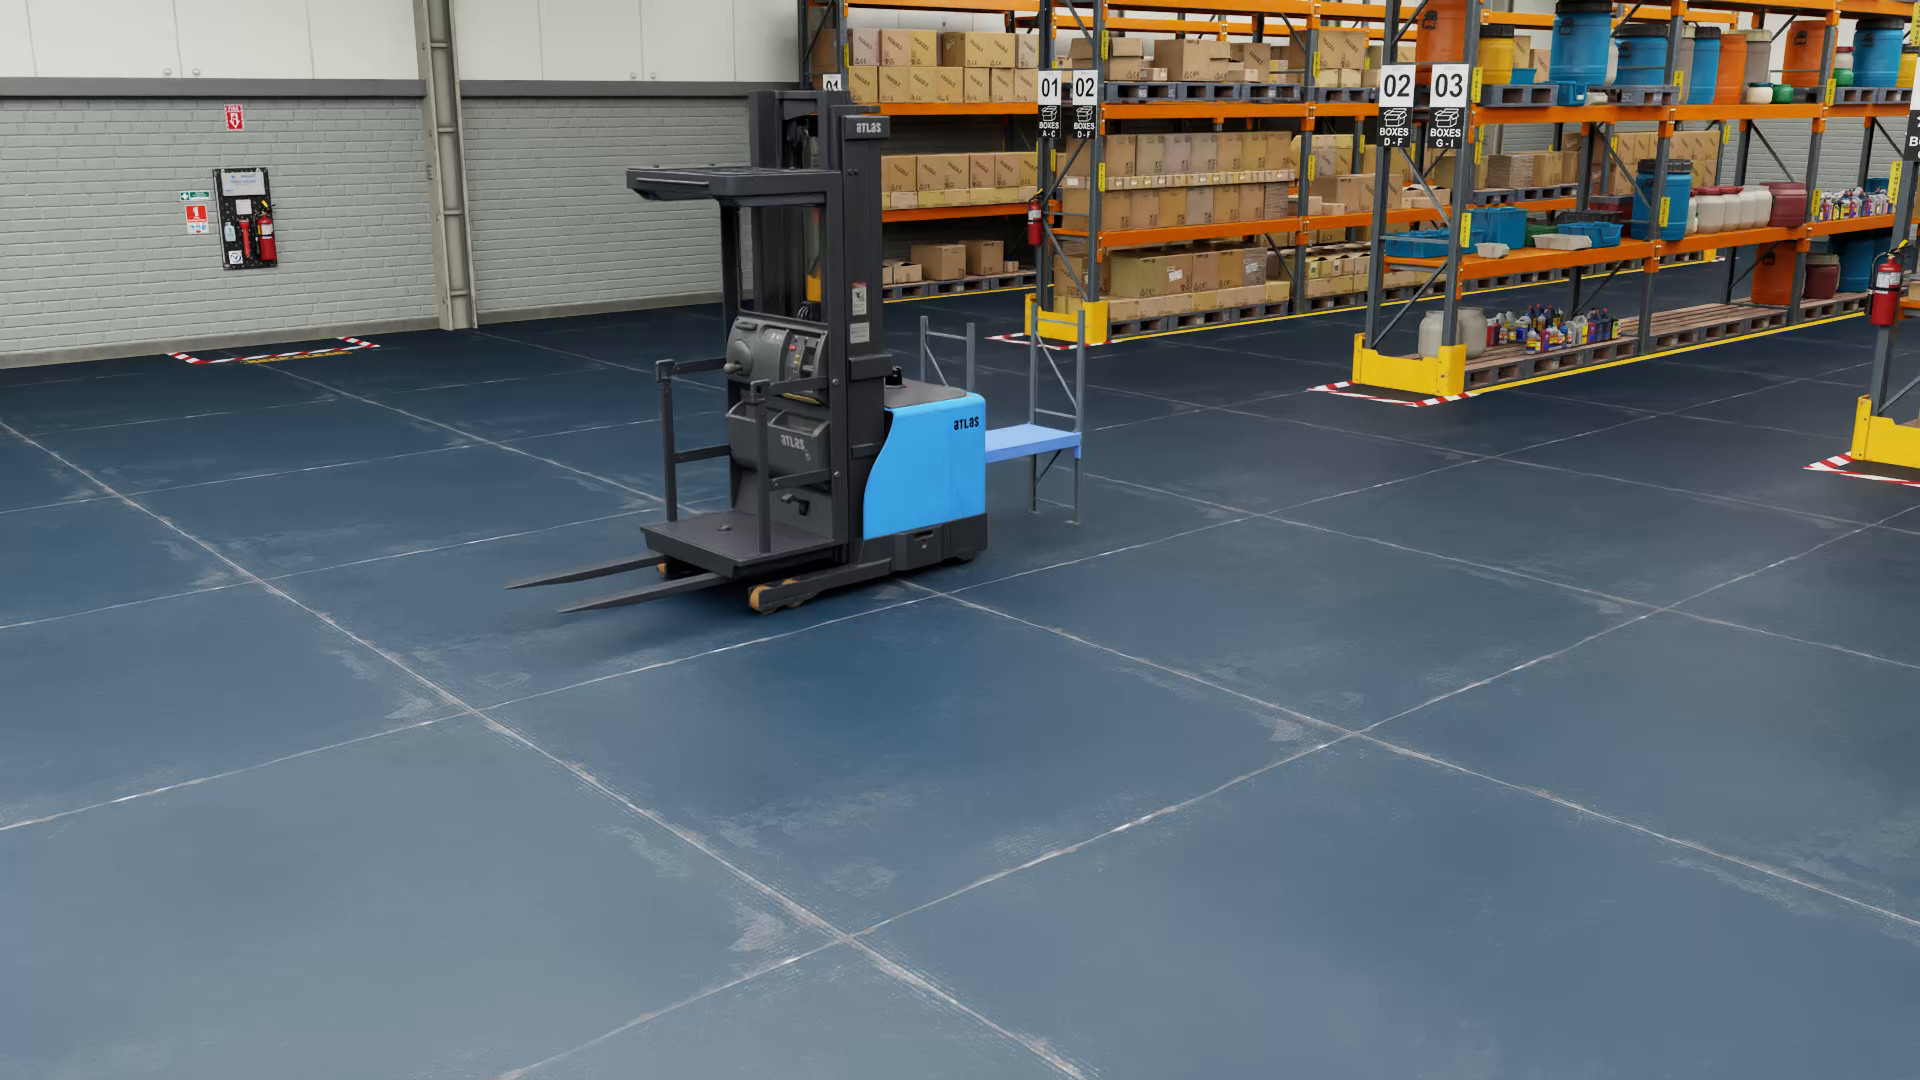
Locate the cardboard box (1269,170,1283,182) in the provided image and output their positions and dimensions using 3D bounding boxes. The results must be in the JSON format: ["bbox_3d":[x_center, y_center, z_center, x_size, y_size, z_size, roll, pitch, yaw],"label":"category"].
[{"bbox_3d":[4.089,-4.873,22.231,0.250,0.149,0.380,-13,20,-41],"label":"cardboard box"}]

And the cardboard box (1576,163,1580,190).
[{"bbox_3d":[10.585,-6.179,28.376,0.500,0.500,0.500,-12,19,-38],"label":"cardboard box"}]

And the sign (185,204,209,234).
[{"bbox_3d":[-8.871,-3.730,19.332,0.234,0.329,0.001,-13,19,-39],"label":"sign"}]

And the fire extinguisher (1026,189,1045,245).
[{"bbox_3d":[0.930,-3.996,20.548,0.183,0.674,0.296,-13,19,-39],"label":"fire extinguisher"}]

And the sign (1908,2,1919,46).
[{"bbox_3d":[7.475,-4.022,12.968,0.005,0.325,0.100,-13,19,-39],"label":"sign"}]

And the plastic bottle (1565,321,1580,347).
[{"bbox_3d":[6.780,-2.293,18.449,0.135,0.276,0.152,-12,19,-38],"label":"plastic bottle"}]

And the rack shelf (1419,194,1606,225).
[{"bbox_3d":[8.868,-5.310,26.710,4.000,0.370,1.077,-13,19,-39],"label":"rack shelf"}]

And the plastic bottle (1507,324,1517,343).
[{"bbox_3d":[6.218,-2.329,18.726,0.097,0.201,0.097,0,15,0],"label":"plastic bottle"}]

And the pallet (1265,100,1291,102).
[{"bbox_3d":[5.397,-7.950,29.752,1.213,0.211,1.003,-12,19,-37],"label":"pallet"}]

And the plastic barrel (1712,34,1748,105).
[{"bbox_3d":[9.352,-5.803,20.516,0.708,0.830,0.600,-13,19,-39],"label":"plastic barrel"}]

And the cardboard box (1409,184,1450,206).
[{"bbox_3d":[7.056,-5.222,25.161,0.500,0.311,0.500,-11,19,-36],"label":"cardboard box"}]

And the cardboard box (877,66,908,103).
[{"bbox_3d":[-1.086,-6.526,23.825,0.500,0.500,0.500,-11,19,-36],"label":"cardboard box"}]

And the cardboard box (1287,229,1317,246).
[{"bbox_3d":[6.048,-5.838,30.644,0.750,0.750,0.750,-12,19,-38],"label":"cardboard box"}]

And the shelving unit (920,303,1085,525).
[{"bbox_3d":[0.295,-0.794,11.315,1.048,1.500,0.538,-13,20,-40],"label":"shelving unit"}]

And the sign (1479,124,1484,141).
[{"bbox_3d":[10.485,-8.203,33.446,0.005,0.325,0.100,-13,19,-39],"label":"sign"}]

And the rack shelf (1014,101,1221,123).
[{"bbox_3d":[2.596,-7.045,27.394,4.000,0.370,1.077,-13,19,-39],"label":"rack shelf"}]

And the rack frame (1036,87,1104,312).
[{"bbox_3d":[1.324,-3.963,20.275,0.127,3.000,1.000,-13,19,-39],"label":"rack frame"}]

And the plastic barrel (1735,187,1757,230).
[{"bbox_3d":[9.654,-4.120,20.646,0.421,0.512,0.421,0,15,0],"label":"plastic barrel"}]

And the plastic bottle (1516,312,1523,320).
[{"bbox_3d":[6.415,-2.468,19.089,0.133,0.283,0.061,-12,19,-37],"label":"plastic bottle"}]

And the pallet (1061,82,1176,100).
[{"bbox_3d":[1.874,-5.484,20.329,1.213,0.211,1.003,-13,19,-39],"label":"pallet"}]

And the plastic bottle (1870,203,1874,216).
[{"bbox_3d":[12.538,-4.571,22.935,0.097,0.201,0.097,0,15,0],"label":"plastic bottle"}]

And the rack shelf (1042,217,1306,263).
[{"bbox_3d":[2.833,-3.954,21.636,4.000,0.370,1.077,-13,19,-39],"label":"rack shelf"}]

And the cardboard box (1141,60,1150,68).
[{"bbox_3d":[2.019,-5.857,20.757,0.500,0.250,0.500,-13,19,-39],"label":"cardboard box"}]

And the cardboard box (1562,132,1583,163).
[{"bbox_3d":[10.588,-6.664,28.253,0.500,0.500,0.500,-13,19,-39],"label":"cardboard box"}]

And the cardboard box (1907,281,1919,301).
[{"bbox_3d":[7.903,-2.001,13.416,0.250,0.149,0.380,-13,19,-39],"label":"cardboard box"}]

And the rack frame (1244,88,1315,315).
[{"bbox_3d":[4.341,-4.641,22.812,0.127,3.000,1.000,-13,19,-39],"label":"rack frame"}]

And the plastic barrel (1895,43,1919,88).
[{"bbox_3d":[13.070,-6.580,23.080,0.600,0.588,0.600,0,15,0],"label":"plastic barrel"}]

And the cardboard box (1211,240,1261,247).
[{"bbox_3d":[3.786,-3.860,22.950,0.500,0.500,0.500,-13,19,-39],"label":"cardboard box"}]

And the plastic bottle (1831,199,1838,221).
[{"bbox_3d":[11.626,-4.400,22.135,0.133,0.283,0.061,-13,19,-39],"label":"plastic bottle"}]

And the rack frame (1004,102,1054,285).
[{"bbox_3d":[1.087,-5.605,26.420,0.127,3.000,1.000,-13,19,-39],"label":"rack frame"}]

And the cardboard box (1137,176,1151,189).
[{"bbox_3d":[2.148,-4.437,20.597,0.250,0.149,0.380,-13,19,-39],"label":"cardboard box"}]

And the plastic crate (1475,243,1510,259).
[{"bbox_3d":[5.459,-2.960,17.029,0.250,0.136,0.298,-13,19,-39],"label":"plastic crate"}]

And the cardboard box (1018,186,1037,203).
[{"bbox_3d":[0.928,-5.403,25.915,0.500,0.250,0.500,-13,19,-39],"label":"cardboard box"}]

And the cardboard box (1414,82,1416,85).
[{"bbox_3d":[6.231,-6.623,23.898,0.500,0.250,0.500,-13,20,-40],"label":"cardboard box"}]

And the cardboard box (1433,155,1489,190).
[{"bbox_3d":[7.760,-5.698,25.763,0.700,0.500,0.500,8,17,28],"label":"cardboard box"}]

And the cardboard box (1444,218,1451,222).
[{"bbox_3d":[9.677,-6.495,33.782,0.500,0.500,0.700,-13,19,-39],"label":"cardboard box"}]

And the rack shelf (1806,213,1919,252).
[{"bbox_3d":[12.116,-4.345,23.097,4.000,0.370,1.077,-13,19,-39],"label":"rack shelf"}]

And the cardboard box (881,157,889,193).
[{"bbox_3d":[-1.373,-5.249,23.887,0.500,0.500,0.500,-13,19,-39],"label":"cardboard box"}]

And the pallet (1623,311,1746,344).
[{"bbox_3d":[9.078,-2.677,20.863,1.213,0.211,1.003,-13,19,-39],"label":"pallet"}]

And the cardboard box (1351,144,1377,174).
[{"bbox_3d":[7.542,-7.193,31.787,0.700,0.700,0.980,-12,19,-39],"label":"cardboard box"}]

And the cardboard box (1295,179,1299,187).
[{"bbox_3d":[6.065,-6.529,30.329,0.250,0.149,0.380,-13,20,-41],"label":"cardboard box"}]

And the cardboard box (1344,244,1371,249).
[{"bbox_3d":[5.994,-4.256,24.798,0.500,0.311,0.500,-13,20,-41],"label":"cardboard box"}]

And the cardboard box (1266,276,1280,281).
[{"bbox_3d":[4.464,-3.642,23.587,0.500,0.250,0.500,-13,20,-40],"label":"cardboard box"}]

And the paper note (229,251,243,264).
[{"bbox_3d":[-8.565,-3.344,19.664,0.142,0.148,0.016,-13,19,-39],"label":"paper note"}]

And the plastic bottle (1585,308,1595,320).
[{"bbox_3d":[7.199,-2.472,18.971,0.185,0.351,0.144,-13,19,-39],"label":"plastic bottle"}]

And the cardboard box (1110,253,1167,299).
[{"bbox_3d":[2.250,-3.333,20.975,0.500,0.500,0.500,-13,19,-39],"label":"cardboard box"}]

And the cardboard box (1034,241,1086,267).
[{"bbox_3d":[1.631,-4.737,27.164,0.500,0.500,0.700,-12,19,-38],"label":"cardboard box"}]

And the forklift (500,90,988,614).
[{"bbox_3d":[-1.255,-1.137,9.829,3.031,2.935,1.130,-13,20,-40],"label":"forklift"}]

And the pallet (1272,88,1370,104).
[{"bbox_3d":[4.998,-6.150,23.018,1.217,0.209,0.805,-14,20,-42],"label":"pallet"}]

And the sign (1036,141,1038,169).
[{"bbox_3d":[0.978,-4.745,20.499,0.005,0.325,0.100,-13,19,-39],"label":"sign"}]

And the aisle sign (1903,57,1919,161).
[{"bbox_3d":[7.580,-3.338,12.896,0.004,0.787,0.394,-13,19,-39],"label":"aisle sign"}]
